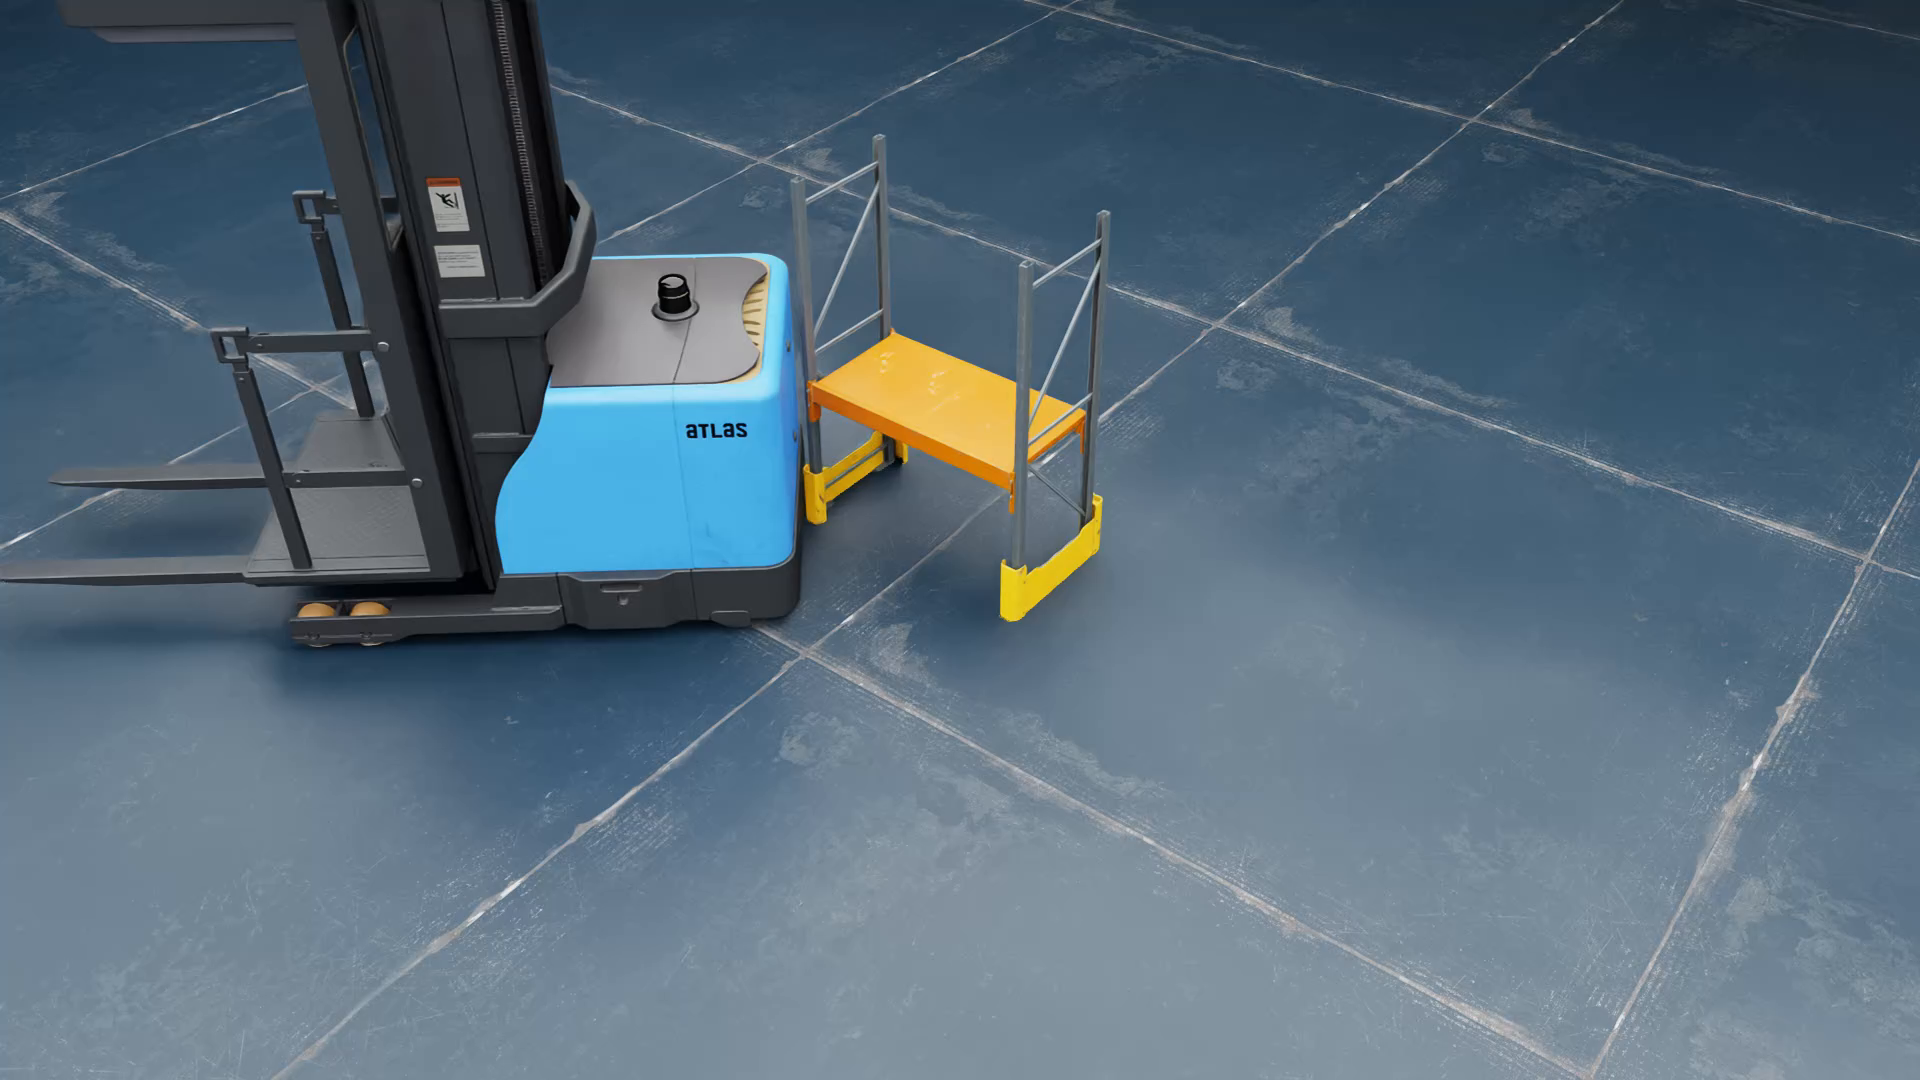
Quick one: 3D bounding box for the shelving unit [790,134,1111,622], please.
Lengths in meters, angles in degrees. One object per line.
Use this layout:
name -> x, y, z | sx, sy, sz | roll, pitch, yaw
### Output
shelving unit -> -0.036, -0.619, 6.324 | 1.083, 1.500, 0.587 | 26, 45, 29

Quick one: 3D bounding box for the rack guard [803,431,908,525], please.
rack guard -> -0.429, -0.315, 6.950 | 0.087, 0.250, 0.587 | 26, 45, 29

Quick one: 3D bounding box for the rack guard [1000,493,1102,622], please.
rack guard -> 0.358, 0.061, 6.469 | 0.087, 0.250, 0.587 | 26, 45, 29

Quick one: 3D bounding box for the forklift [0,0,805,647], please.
forklift -> -2.144, -1.087, 5.761 | 3.031, 2.935, 1.130 | -2, 38, -2

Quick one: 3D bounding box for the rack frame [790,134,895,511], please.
rack frame -> -0.445, -0.815, 6.574 | 0.032, 1.500, 0.500 | 26, 45, 29

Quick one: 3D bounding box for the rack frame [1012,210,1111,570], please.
rack frame -> 0.359, -0.430, 6.083 | 0.032, 1.500, 0.500 | 26, 45, 29

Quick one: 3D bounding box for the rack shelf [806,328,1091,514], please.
rack shelf -> -0.043, -0.481, 6.439 | 1.000, 0.185, 0.538 | 26, 45, 29
